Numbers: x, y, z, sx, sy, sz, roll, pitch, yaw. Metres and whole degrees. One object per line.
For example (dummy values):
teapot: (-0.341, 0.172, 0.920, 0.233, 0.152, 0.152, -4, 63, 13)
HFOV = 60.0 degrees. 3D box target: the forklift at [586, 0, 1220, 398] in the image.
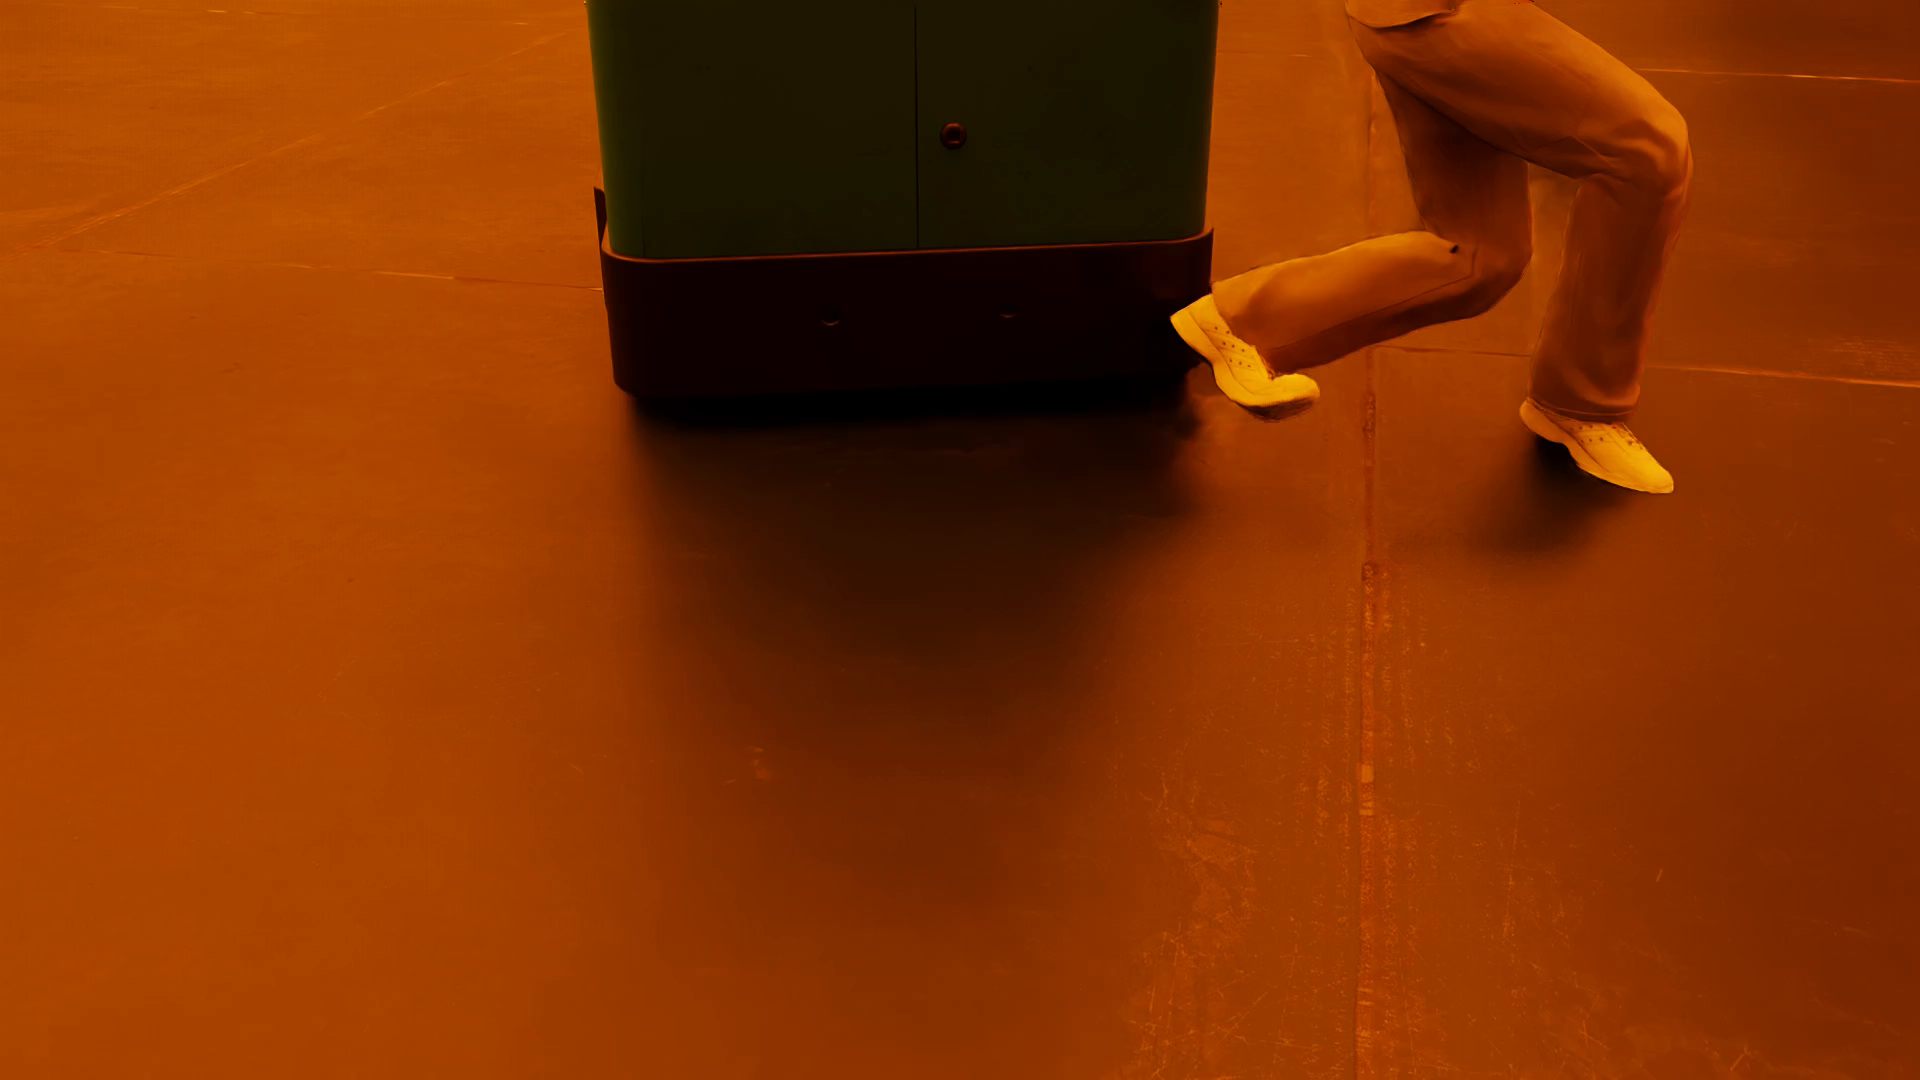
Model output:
forklift: (-0.258, -2.184, 3.575, 1.130, 2.935, 3.031, -3, 27, -6)

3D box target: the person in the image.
person: (0.859, -0.718, 2.383, 1.072, 1.438, 0.767, 18, 32, 32)
